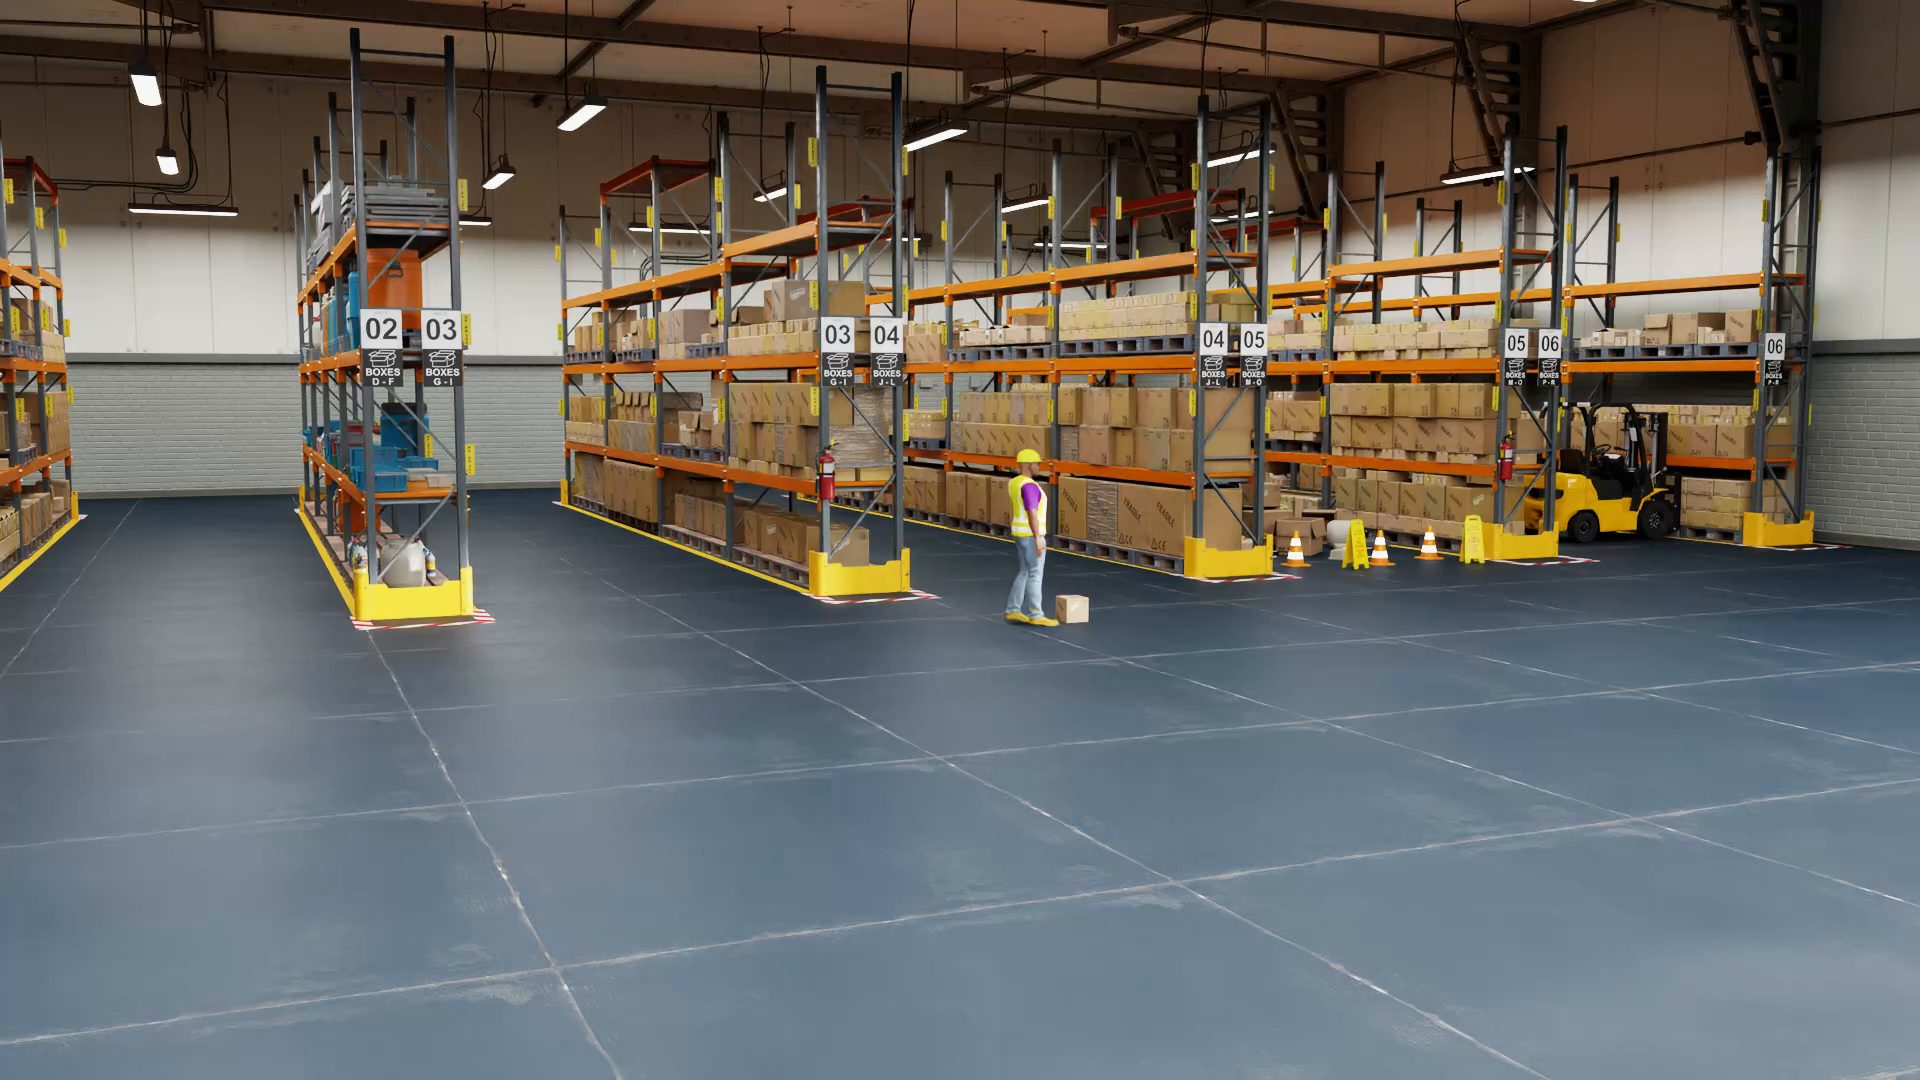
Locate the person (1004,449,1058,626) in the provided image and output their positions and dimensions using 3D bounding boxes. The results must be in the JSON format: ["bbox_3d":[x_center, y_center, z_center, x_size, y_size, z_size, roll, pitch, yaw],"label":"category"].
[{"bbox_3d":[0.718,-0.030,16.879,0.509,1.780,0.586,-2,6,-17],"label":"person"}]
